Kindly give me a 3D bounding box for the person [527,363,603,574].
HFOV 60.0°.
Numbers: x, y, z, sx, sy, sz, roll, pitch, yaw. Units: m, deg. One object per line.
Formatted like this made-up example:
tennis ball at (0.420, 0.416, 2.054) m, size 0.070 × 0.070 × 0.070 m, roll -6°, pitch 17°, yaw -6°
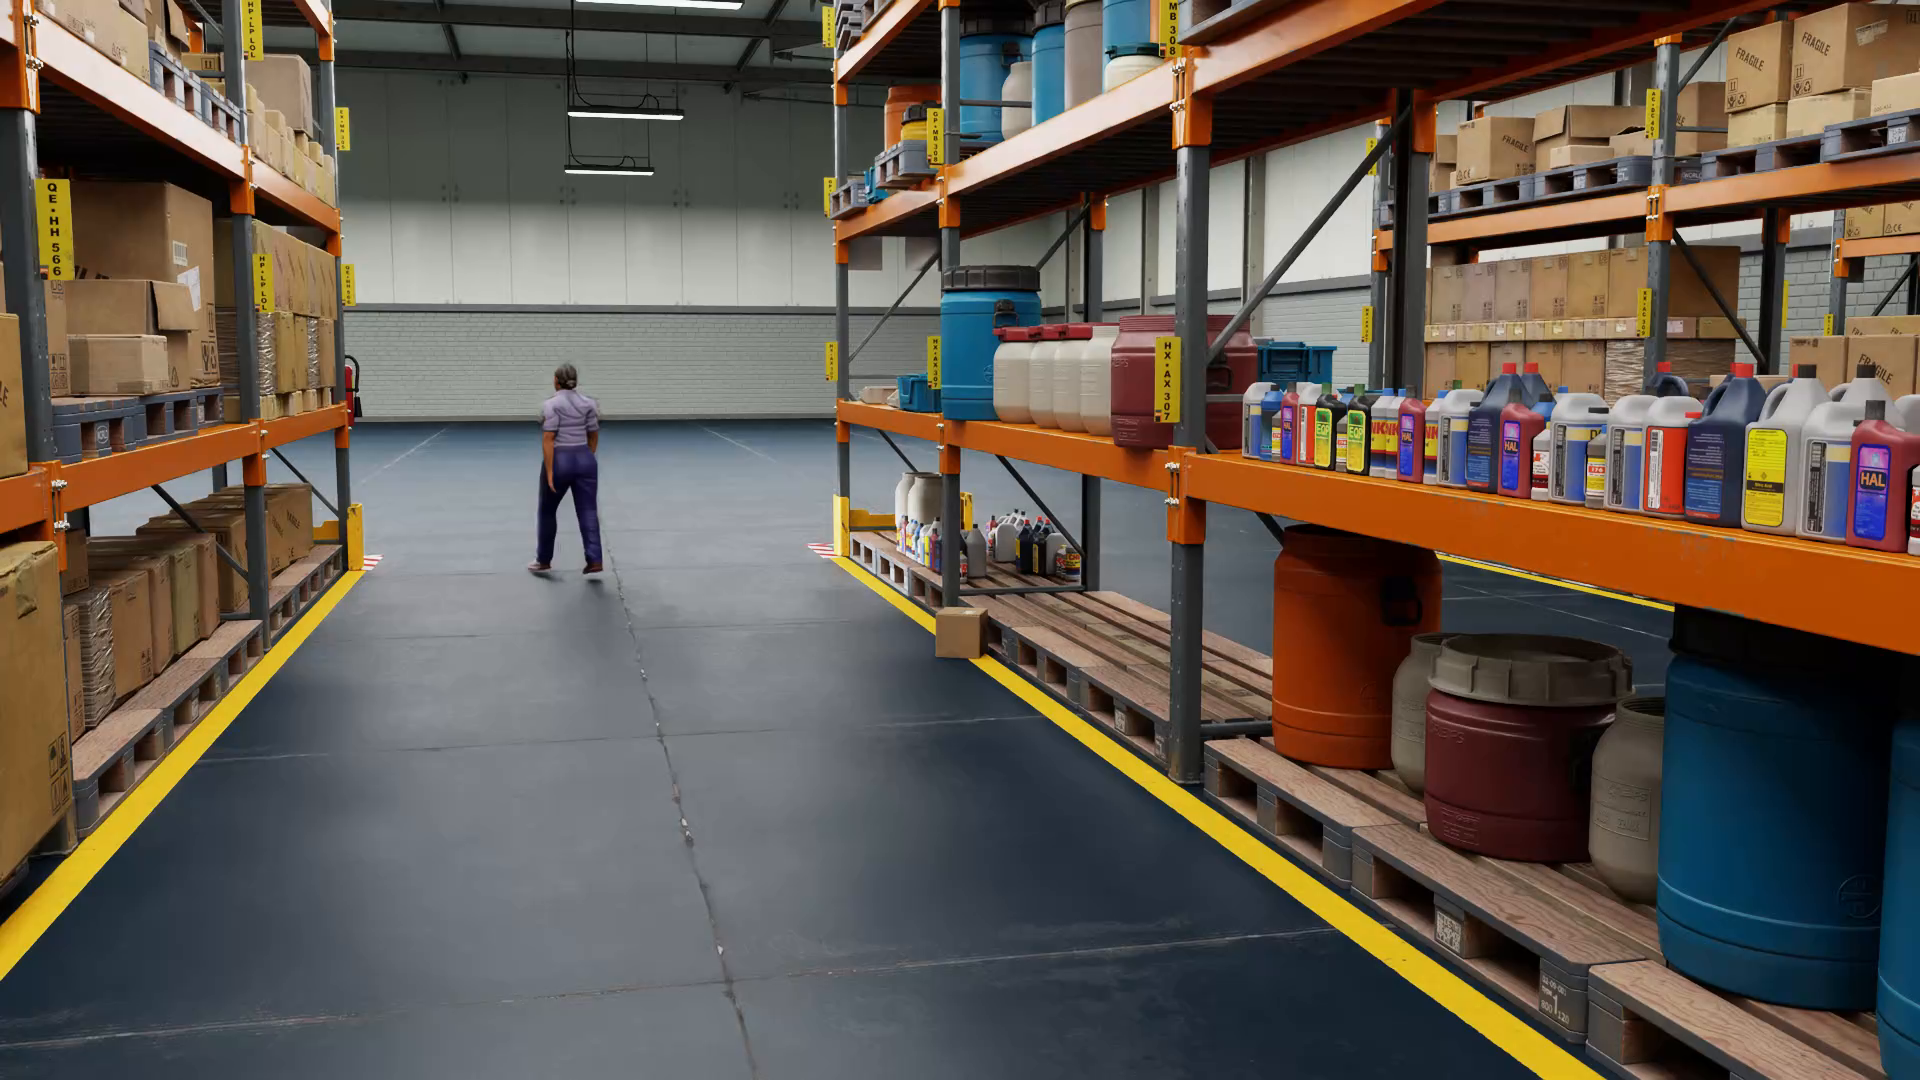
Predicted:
person at (-3.001, -0.551, 12.704) m, size 0.495 × 1.598 × 0.943 m, roll -4°, pitch 7°, yaw -33°
